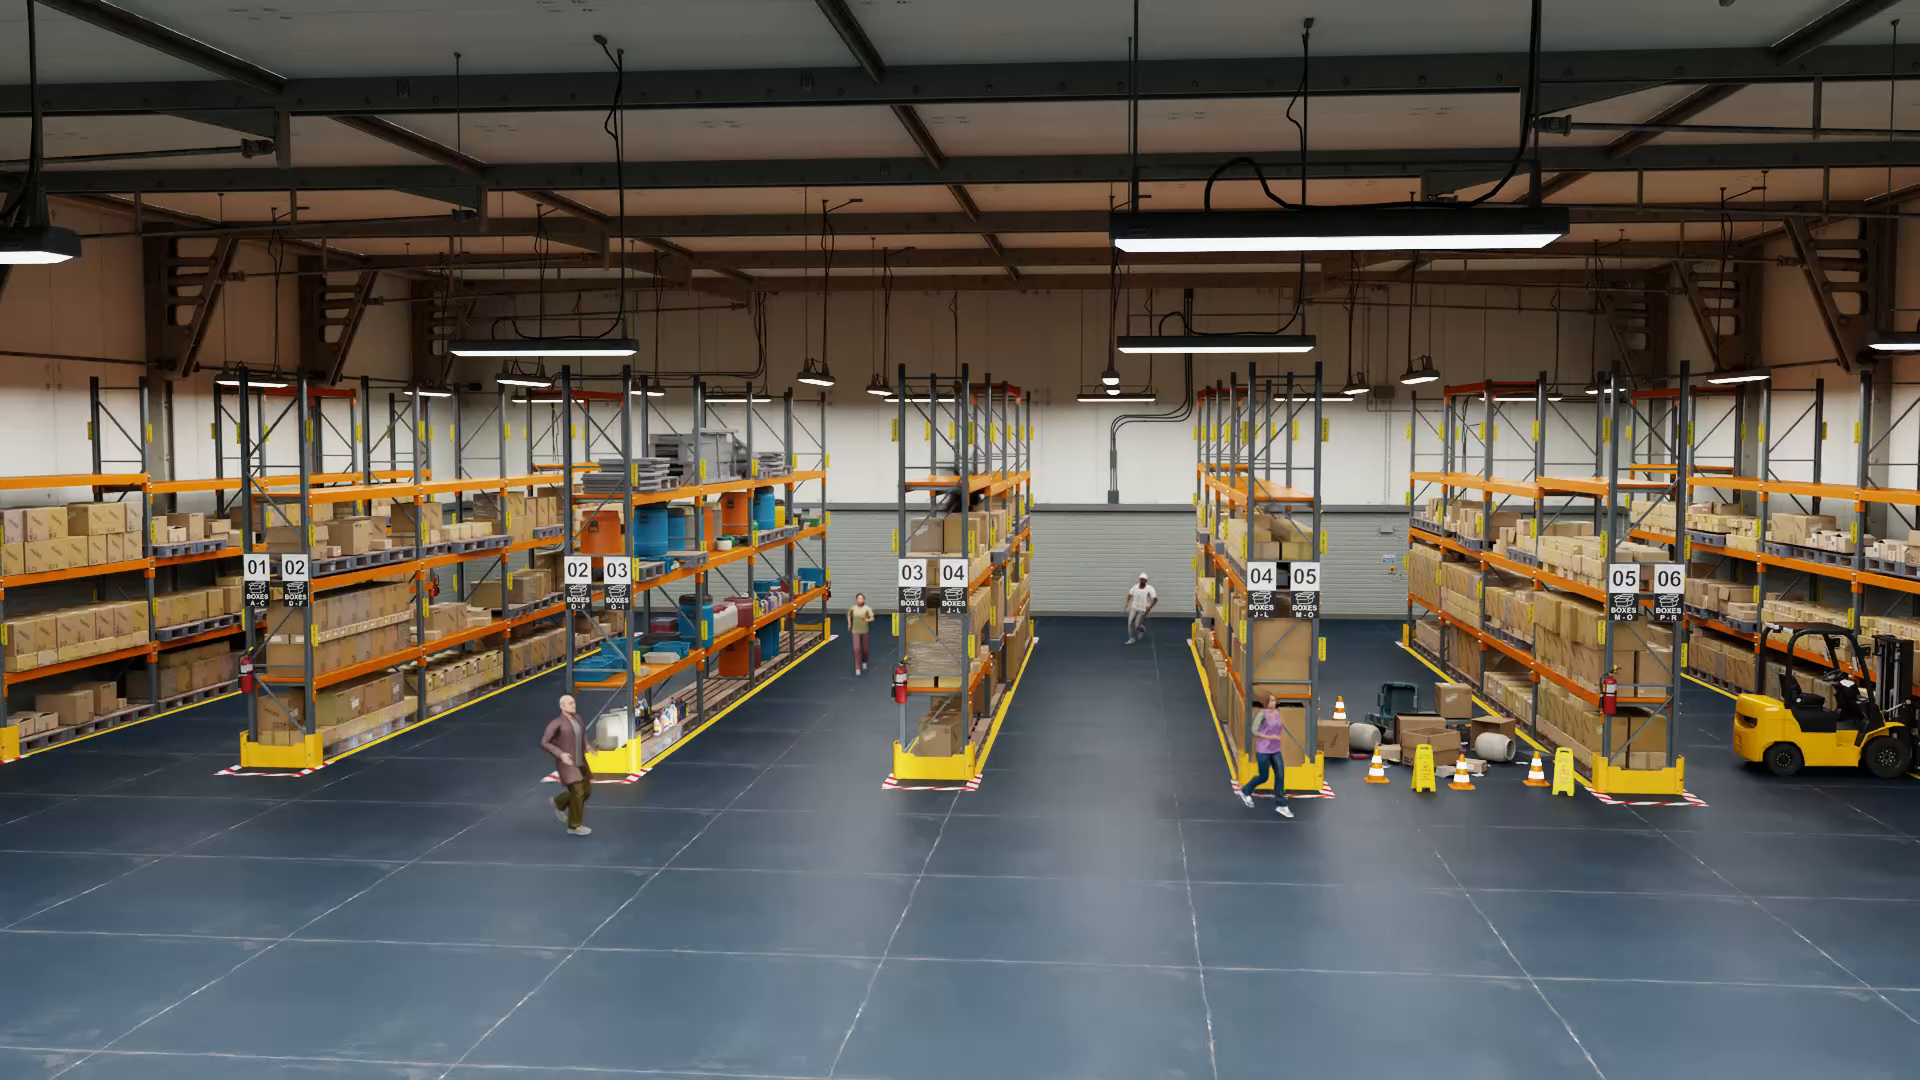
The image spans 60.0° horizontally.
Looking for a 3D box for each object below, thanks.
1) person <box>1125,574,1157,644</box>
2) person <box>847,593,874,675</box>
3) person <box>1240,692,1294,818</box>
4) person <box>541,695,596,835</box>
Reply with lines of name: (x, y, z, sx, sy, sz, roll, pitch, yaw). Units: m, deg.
person: (4.294, 1.631, 39.389, 0.746, 1.693, 0.560, 3, 4, 35)
person: (-2.063, 1.928, 34.531, 0.575, 1.652, 0.970, 0, 4, -2)
person: (4.023, 2.793, 21.806, 0.546, 1.607, 0.807, -3, 5, -37)
person: (-4.904, 2.801, 20.792, 0.746, 1.729, 0.712, 2, 4, 30)
